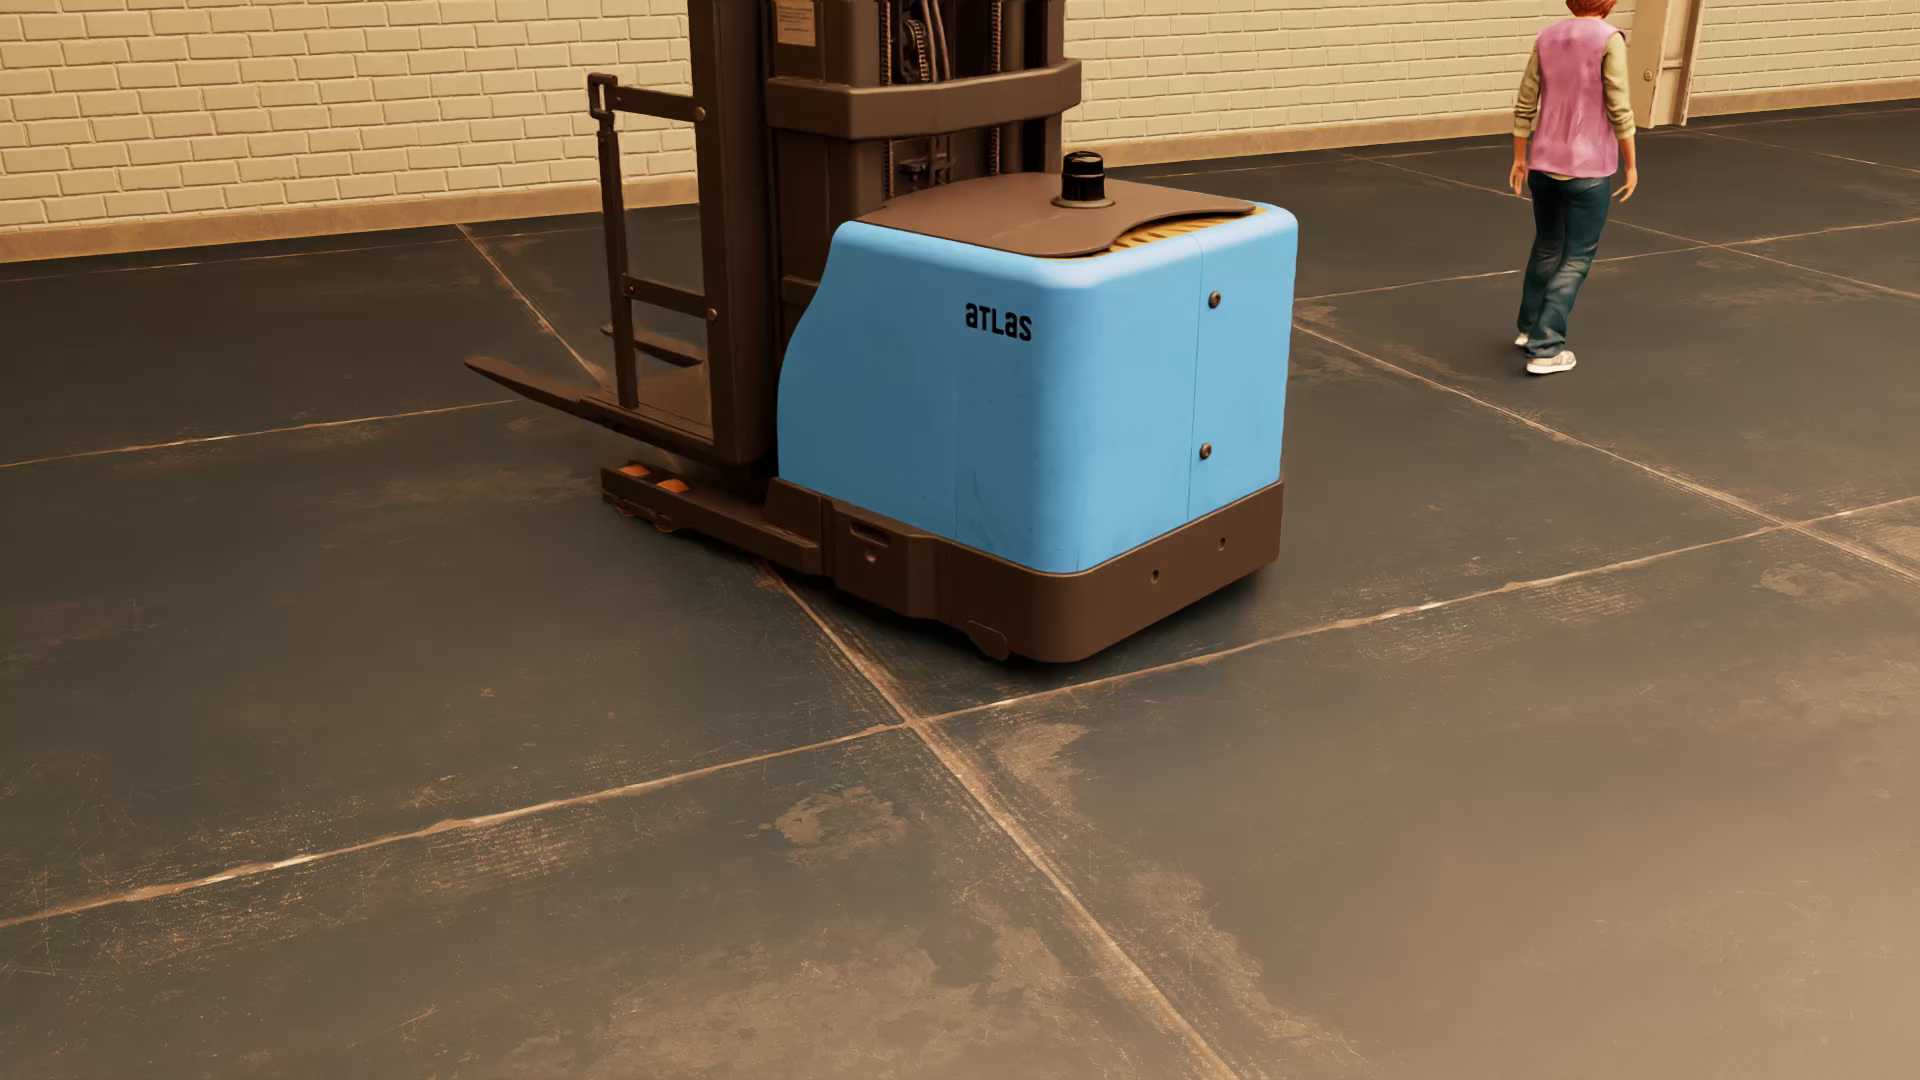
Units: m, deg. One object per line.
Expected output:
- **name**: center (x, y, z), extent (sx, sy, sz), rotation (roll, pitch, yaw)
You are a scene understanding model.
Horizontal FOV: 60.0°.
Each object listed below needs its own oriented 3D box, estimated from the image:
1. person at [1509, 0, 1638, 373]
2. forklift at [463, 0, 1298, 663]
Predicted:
- **person**: center (2.437, -1.448, 6.581), extent (0.499, 1.625, 0.497), rotation (-15, 27, -33)
- **forklift**: center (-0.496, -1.504, 4.906), extent (3.031, 2.935, 1.130), rotation (20, 30, 39)
